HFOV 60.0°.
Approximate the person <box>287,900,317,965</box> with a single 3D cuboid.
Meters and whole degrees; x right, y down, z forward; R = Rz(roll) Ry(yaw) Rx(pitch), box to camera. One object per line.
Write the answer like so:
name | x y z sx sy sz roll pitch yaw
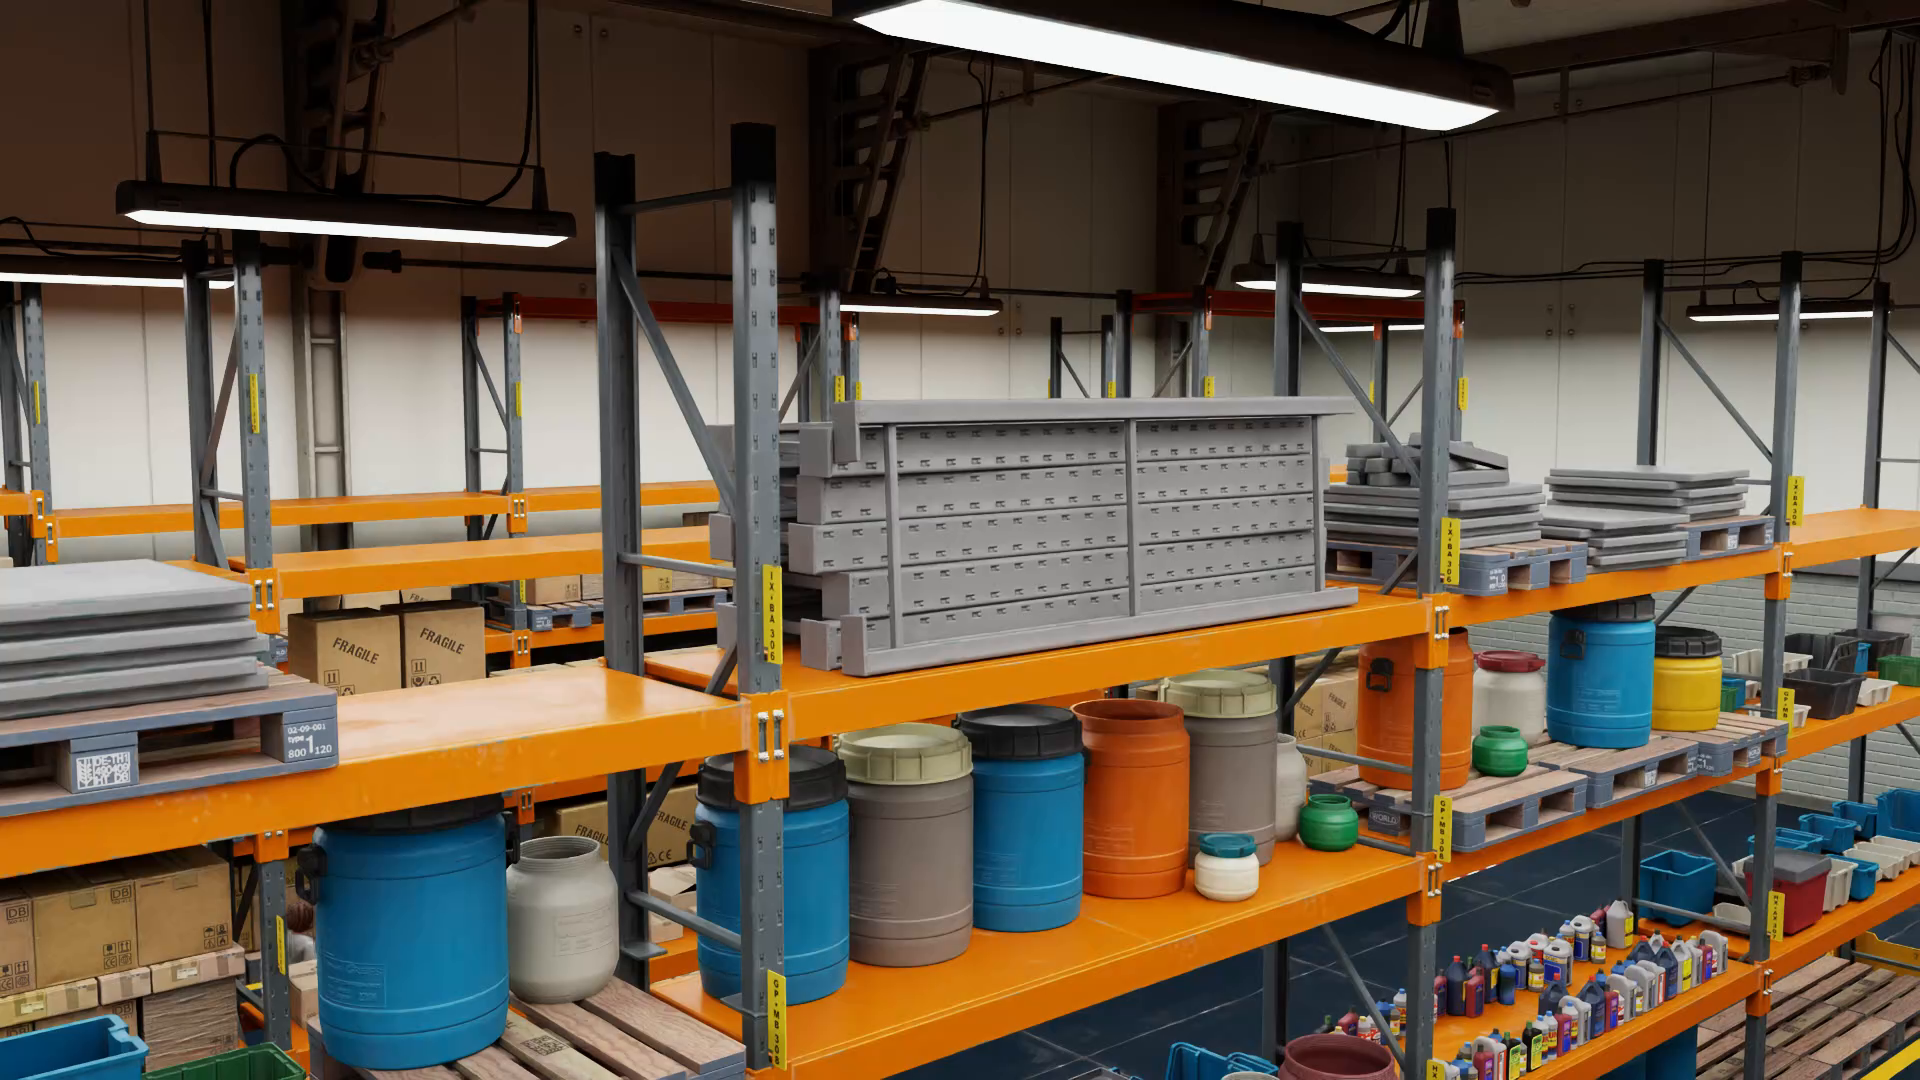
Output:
person | -4.617 3.279 11.641 0.945 1.529 0.427 -5 7 -41
